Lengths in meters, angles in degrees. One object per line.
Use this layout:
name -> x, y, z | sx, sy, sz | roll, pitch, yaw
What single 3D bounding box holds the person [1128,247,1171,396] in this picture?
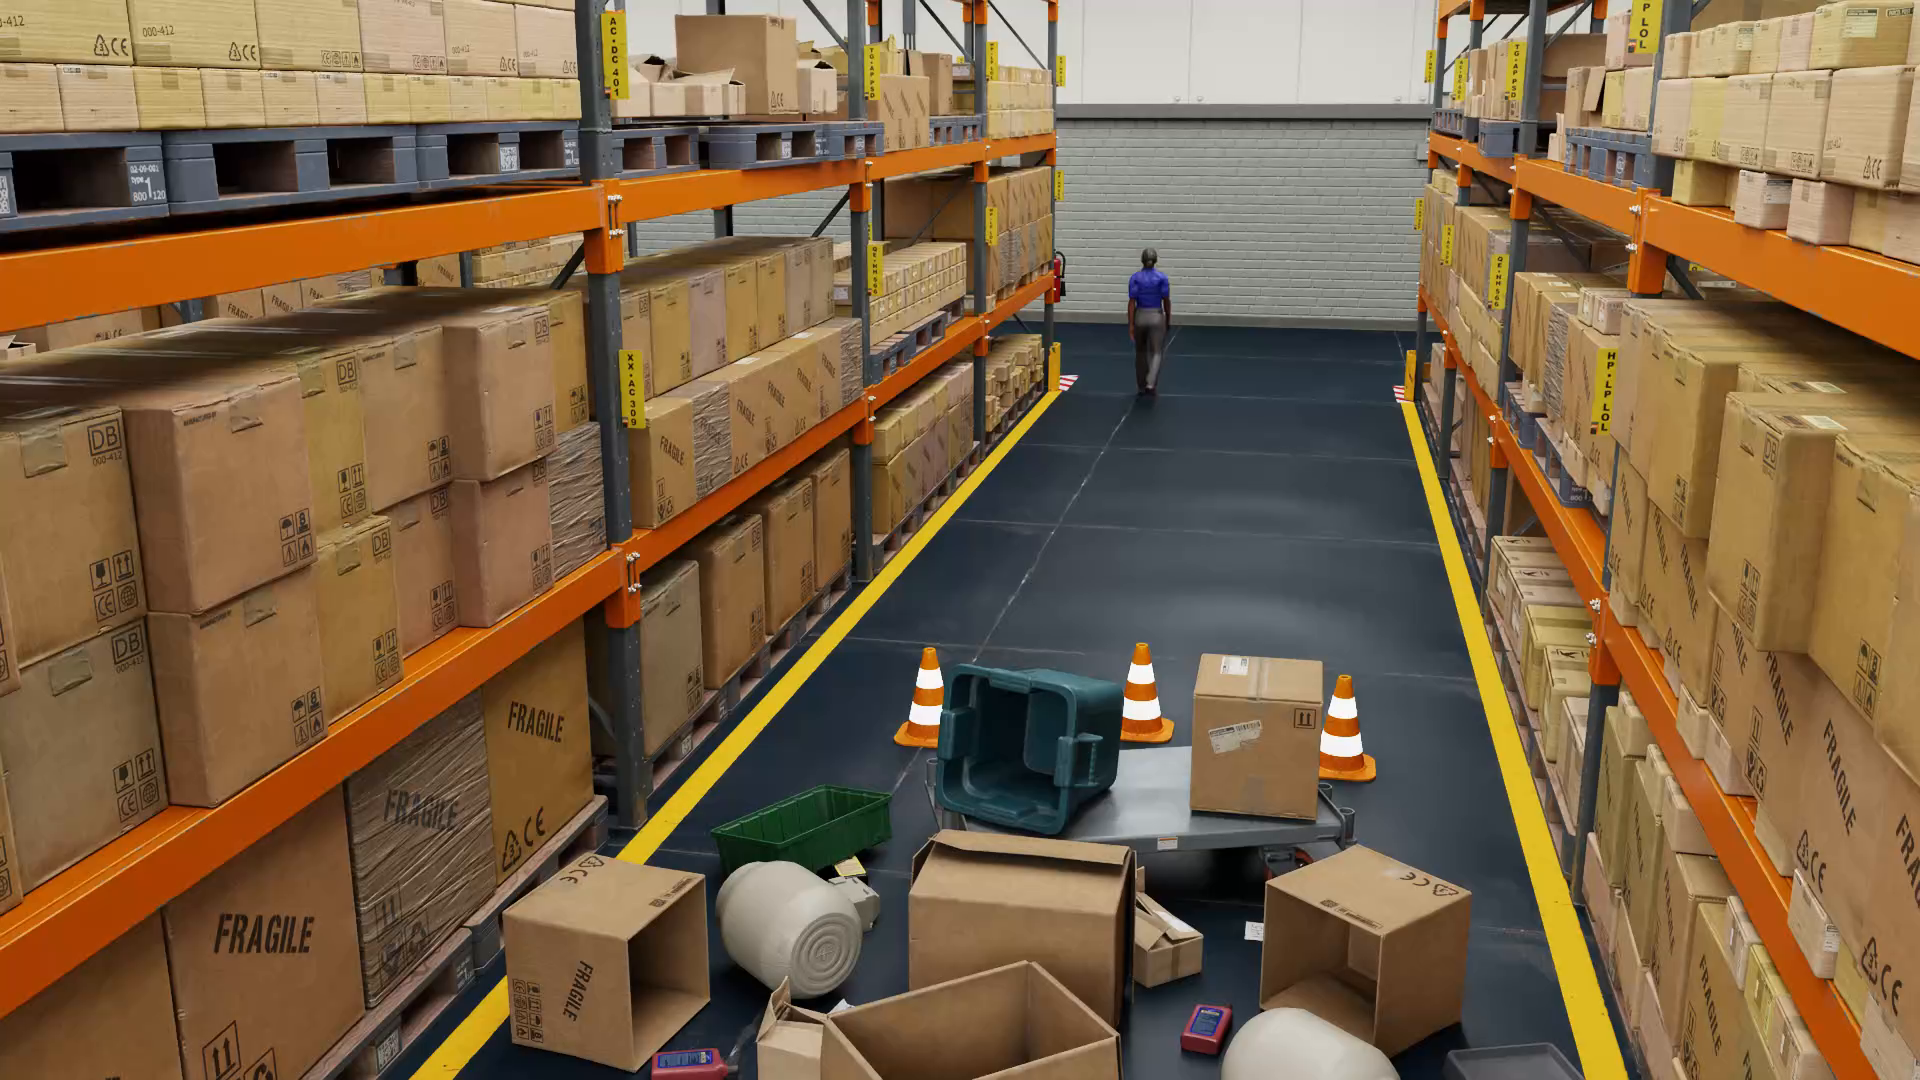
person -> 2.030, -2.335, 17.865 | 0.444, 1.603, 0.966 | 4, 15, 13
